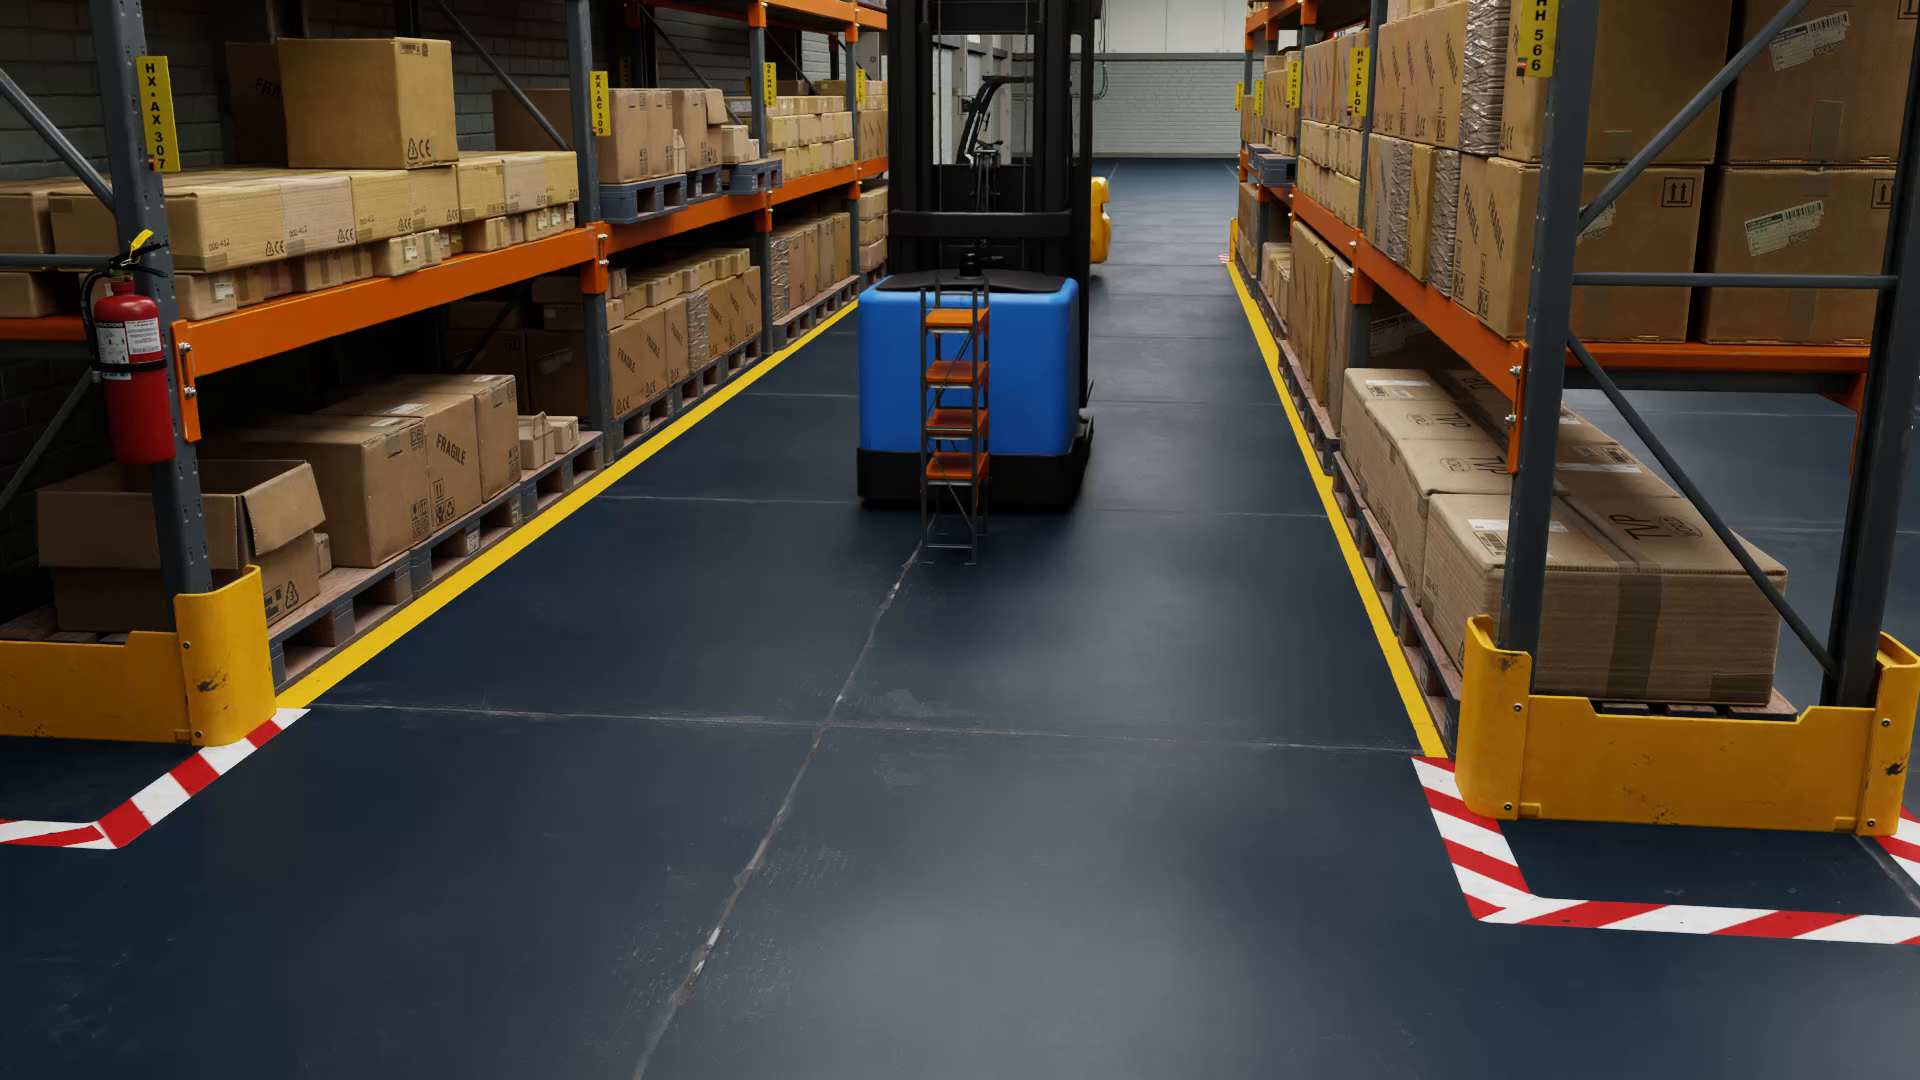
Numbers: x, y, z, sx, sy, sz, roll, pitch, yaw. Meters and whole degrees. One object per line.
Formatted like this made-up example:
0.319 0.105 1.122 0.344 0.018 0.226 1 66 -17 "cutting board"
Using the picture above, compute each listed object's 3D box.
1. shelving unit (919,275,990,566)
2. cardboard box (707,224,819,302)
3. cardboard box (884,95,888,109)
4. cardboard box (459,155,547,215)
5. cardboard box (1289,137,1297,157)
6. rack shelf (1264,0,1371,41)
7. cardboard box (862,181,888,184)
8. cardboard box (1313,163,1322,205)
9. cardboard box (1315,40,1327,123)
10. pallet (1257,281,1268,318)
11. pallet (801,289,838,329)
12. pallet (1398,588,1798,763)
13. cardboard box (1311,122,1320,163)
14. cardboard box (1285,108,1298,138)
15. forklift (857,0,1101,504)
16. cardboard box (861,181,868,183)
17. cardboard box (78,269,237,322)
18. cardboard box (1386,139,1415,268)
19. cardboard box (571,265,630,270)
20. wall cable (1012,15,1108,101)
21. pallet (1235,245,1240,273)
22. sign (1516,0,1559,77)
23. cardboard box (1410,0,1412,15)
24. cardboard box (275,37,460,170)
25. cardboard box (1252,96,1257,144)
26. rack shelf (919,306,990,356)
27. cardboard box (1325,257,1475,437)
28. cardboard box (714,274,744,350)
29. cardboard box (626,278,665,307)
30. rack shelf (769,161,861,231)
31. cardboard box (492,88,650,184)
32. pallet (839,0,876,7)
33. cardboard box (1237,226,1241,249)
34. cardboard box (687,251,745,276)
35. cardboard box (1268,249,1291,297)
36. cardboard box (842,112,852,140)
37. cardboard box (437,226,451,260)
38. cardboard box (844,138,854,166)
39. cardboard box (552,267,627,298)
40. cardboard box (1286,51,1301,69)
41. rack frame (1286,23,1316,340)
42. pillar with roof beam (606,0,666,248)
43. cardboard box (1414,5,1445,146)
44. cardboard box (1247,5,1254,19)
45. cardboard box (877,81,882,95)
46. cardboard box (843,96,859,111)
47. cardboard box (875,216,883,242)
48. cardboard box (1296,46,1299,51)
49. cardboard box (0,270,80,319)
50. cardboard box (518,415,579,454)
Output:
-0.019 -0.536 7.347 0.258 1.200 0.503 2 15 6 "shelving unit"
-1.744 -2.472 14.803 0.875 0.625 0.625 1 15 4 "cardboard box"
-0.949 -4.915 18.657 0.380 0.149 0.250 2 15 7 "cardboard box"
-2.278 -1.674 7.824 0.500 0.250 0.500 2 15 6 "cardboard box"
2.724 -3.010 12.723 0.380 0.149 0.250 2 15 7 "cardboard box"
3.188 -4.384 13.761 1.077 0.370 4.000 2 15 6 "rack shelf"
-0.861 -4.082 19.558 0.500 0.250 0.500 2 15 7 "cardboard box"
2.552 -2.303 10.721 0.500 0.250 0.500 2 15 8 "cardboard box"
2.544 -2.912 10.579 0.500 0.500 0.500 2 15 8 "cardboard box"
3.327 -2.254 15.594 1.003 0.211 1.213 2 15 6 "pallet"
-1.698 -2.092 14.994 1.003 0.211 1.213 2 15 6 "pallet"
2.072 0.447 5.606 1.003 0.211 1.213 2 15 6 "pallet"
2.532 -2.547 10.663 0.500 0.250 0.500 2 15 6 "cardboard box"
2.737 -3.285 12.500 0.500 0.500 0.500 1 15 5 "cardboard box"
0.191 -1.923 9.160 1.130 2.935 3.031 2 15 7 "forklift"
-1.362 -4.094 19.604 0.500 0.250 0.500 2 15 6 "cardboard box"
-2.563 -0.791 5.322 0.380 0.149 0.250 2 15 6 "cardboard box"
2.075 -1.402 6.910 0.500 0.500 0.500 2 15 7 "cardboard box"
-2.431 -1.756 11.152 0.380 0.149 0.250 2 15 7 "cardboard box"
2.990 -14.734 50.860 3.097 2.526 0.112 2 15 6 "wall cable"
3.730 -3.264 19.329 1.003 0.211 1.213 2 15 6 "pallet"
1.522 -1.383 4.357 0.100 0.325 0.005 2 15 6 "sign"
2.129 -2.300 7.072 0.380 0.149 0.250 2 15 6 "cardboard box"
-2.385 -1.767 6.731 0.500 0.500 0.500 2 15 8 "cardboard box"
3.322 -4.385 17.371 0.500 0.500 0.500 2 15 8 "cardboard box"
-0.019 -0.916 7.244 0.258 0.148 0.480 2 15 6 "rack shelf"
2.501 -1.068 9.129 0.875 0.875 0.875 2 15 8 "cardboard box"
-1.871 -1.661 12.041 0.500 0.500 0.500 1 15 5 "cardboard box"
-2.062 -1.543 10.364 0.380 0.149 0.250 2 15 6 "cardboard box"
-1.744 -3.081 14.690 1.077 0.370 4.000 2 15 6 "rack shelf"
-2.145 -2.242 9.212 0.700 0.500 0.500 2 15 8 "cardboard box"
-1.448 -5.575 16.955 1.003 0.211 1.213 2 15 6 "pallet"
3.499 -3.514 19.374 0.500 0.250 0.500 2 15 6 "cardboard box"
-1.774 -2.012 12.098 0.380 0.149 0.250 1 15 3 "cardboard box"
3.279 -2.414 15.072 0.950 0.372 0.625 3 15 10 "cardboard box"
-1.320 -3.981 15.969 0.500 0.250 0.500 1 15 5 "cardboard box"
-2.398 -1.261 7.062 0.380 0.149 0.250 2 15 6 "cardboard box"
-1.316 -3.737 16.022 0.500 0.250 0.500 2 15 8 "cardboard box"
-2.135 -1.479 9.558 0.380 0.149 0.250 1 15 4 "cardboard box"
2.867 -3.905 13.549 0.380 0.149 0.250 1 15 4 "cardboard box"
2.962 -2.765 12.140 1.000 3.000 0.127 2 15 6 "rack frame"
1.559 -6.044 12.774 9.100 9.000 0.400 2 15 6 "pillar with roof beam"
2.025 -1.748 6.272 0.500 0.500 0.500 2 15 6 "cardboard box"
3.505 -6.090 19.172 0.380 0.149 0.250 2 15 6 "cardboard box"
-1.066 -4.993 18.376 0.380 0.149 0.250 2 15 7 "cardboard box"
-1.221 -4.384 16.693 0.380 0.149 0.250 1 15 5 "cardboard box"
-1.103 -3.311 17.666 0.500 0.250 0.500 2 15 6 "cardboard box"
3.842 -4.846 17.159 0.700 0.500 0.500 1 15 5 "cardboard box"
-3.102 -0.808 5.384 0.380 0.149 0.250 2 15 6 "cardboard box"
-2.192 -0.546 8.592 0.380 0.149 0.250 1 15 5 "cardboard box"
